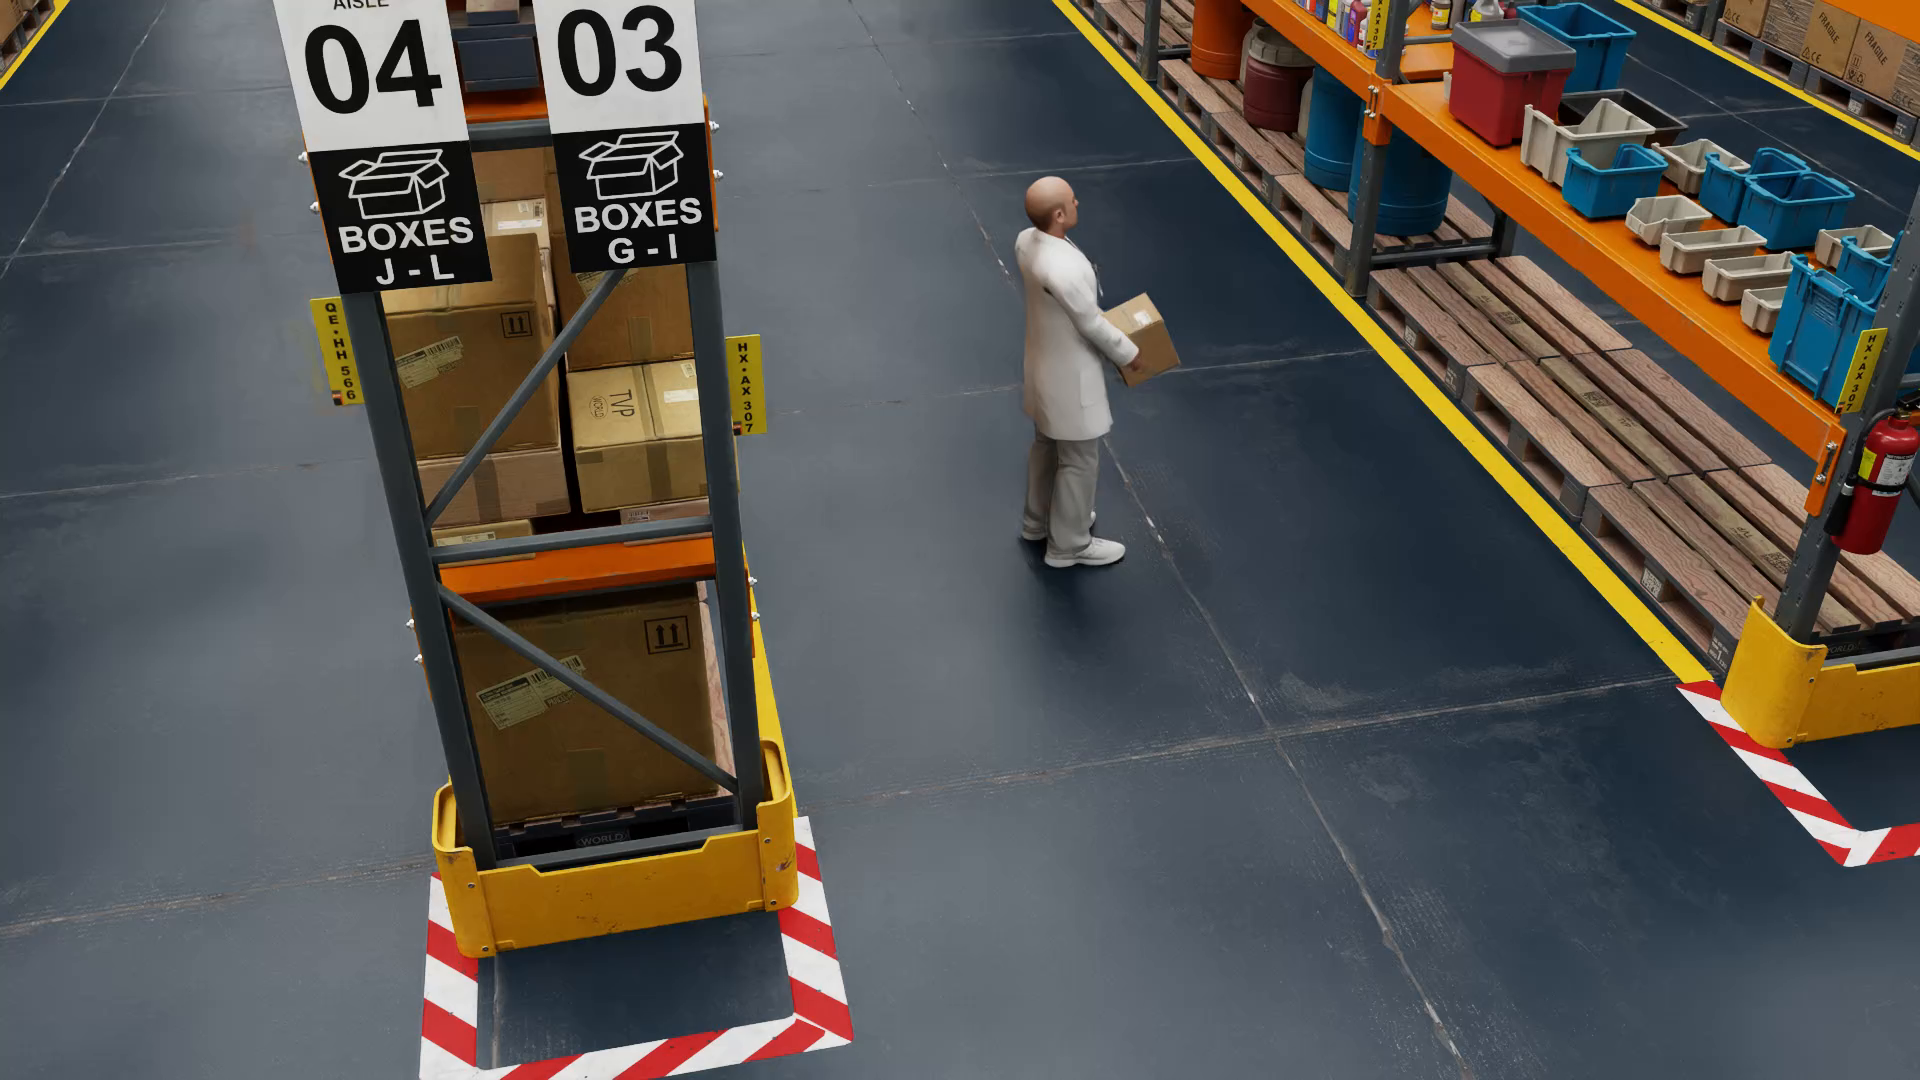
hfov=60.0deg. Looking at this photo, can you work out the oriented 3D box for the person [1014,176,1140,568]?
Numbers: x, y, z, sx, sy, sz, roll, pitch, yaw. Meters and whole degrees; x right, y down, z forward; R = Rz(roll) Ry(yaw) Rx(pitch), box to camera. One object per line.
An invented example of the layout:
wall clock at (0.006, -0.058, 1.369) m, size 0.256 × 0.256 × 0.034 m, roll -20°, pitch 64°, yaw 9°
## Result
person at (0.529, -0.746, 7.262) m, size 0.550 × 1.779 × 0.544 m, roll -11°, pitch 35°, yaw -16°
